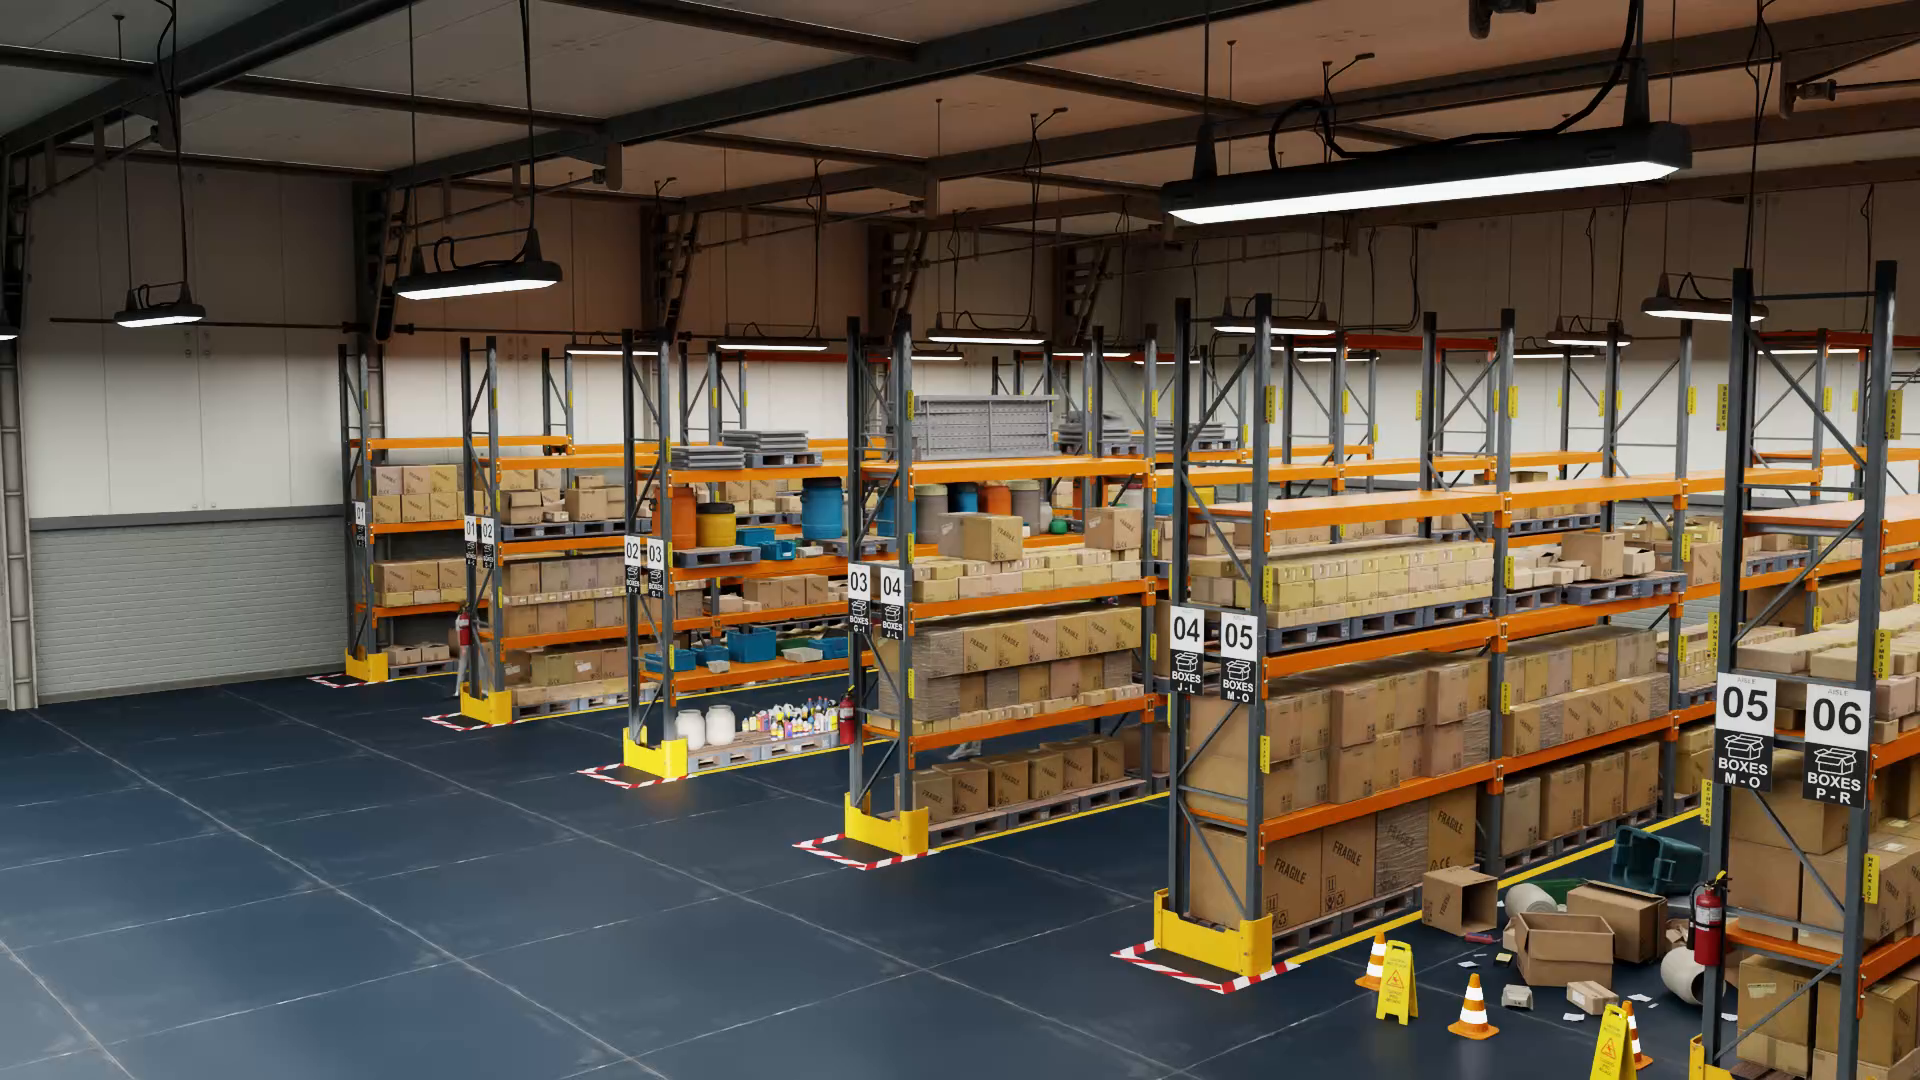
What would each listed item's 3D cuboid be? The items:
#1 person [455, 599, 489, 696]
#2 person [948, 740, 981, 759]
[{"bbox_3d":[-8.252,1.830,28.113,0.603,1.694,0.543,-4,7,-40],"label":"person"},{"bbox_3d":[0.086,2.225,23.388,0.447,1.723,0.505,3,6,27],"label":"person"}]
